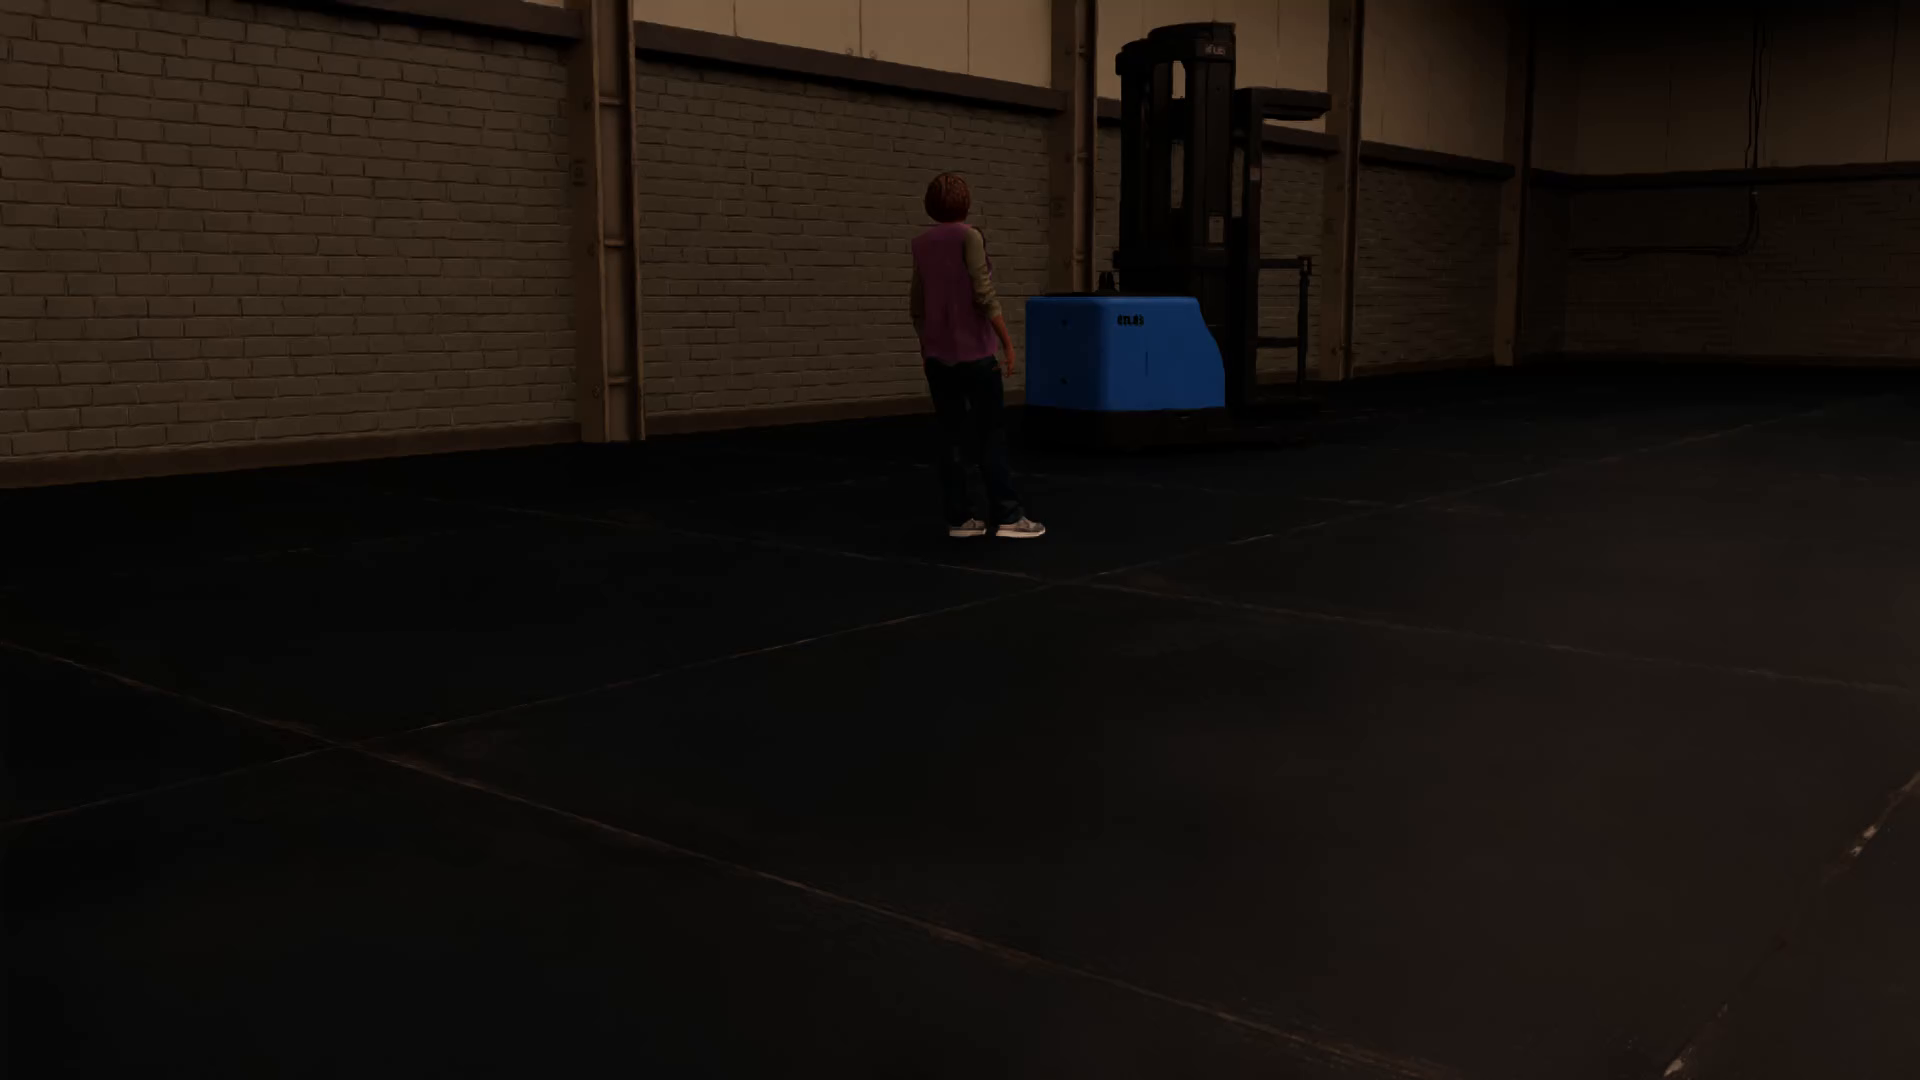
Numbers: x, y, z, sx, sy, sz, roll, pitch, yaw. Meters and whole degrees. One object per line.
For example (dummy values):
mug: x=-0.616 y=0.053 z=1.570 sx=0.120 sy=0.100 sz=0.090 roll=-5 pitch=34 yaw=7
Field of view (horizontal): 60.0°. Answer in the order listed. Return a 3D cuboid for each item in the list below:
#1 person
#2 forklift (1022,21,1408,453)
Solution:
person: x=0.057 y=-0.804 z=7.337 sx=0.520 sy=1.597 sz=0.474 roll=7 pitch=11 yaw=38
forklift: x=1.976 y=-2.171 z=12.114 sx=3.031 sy=2.935 sz=1.130 roll=-5 pitch=10 yaw=-31
